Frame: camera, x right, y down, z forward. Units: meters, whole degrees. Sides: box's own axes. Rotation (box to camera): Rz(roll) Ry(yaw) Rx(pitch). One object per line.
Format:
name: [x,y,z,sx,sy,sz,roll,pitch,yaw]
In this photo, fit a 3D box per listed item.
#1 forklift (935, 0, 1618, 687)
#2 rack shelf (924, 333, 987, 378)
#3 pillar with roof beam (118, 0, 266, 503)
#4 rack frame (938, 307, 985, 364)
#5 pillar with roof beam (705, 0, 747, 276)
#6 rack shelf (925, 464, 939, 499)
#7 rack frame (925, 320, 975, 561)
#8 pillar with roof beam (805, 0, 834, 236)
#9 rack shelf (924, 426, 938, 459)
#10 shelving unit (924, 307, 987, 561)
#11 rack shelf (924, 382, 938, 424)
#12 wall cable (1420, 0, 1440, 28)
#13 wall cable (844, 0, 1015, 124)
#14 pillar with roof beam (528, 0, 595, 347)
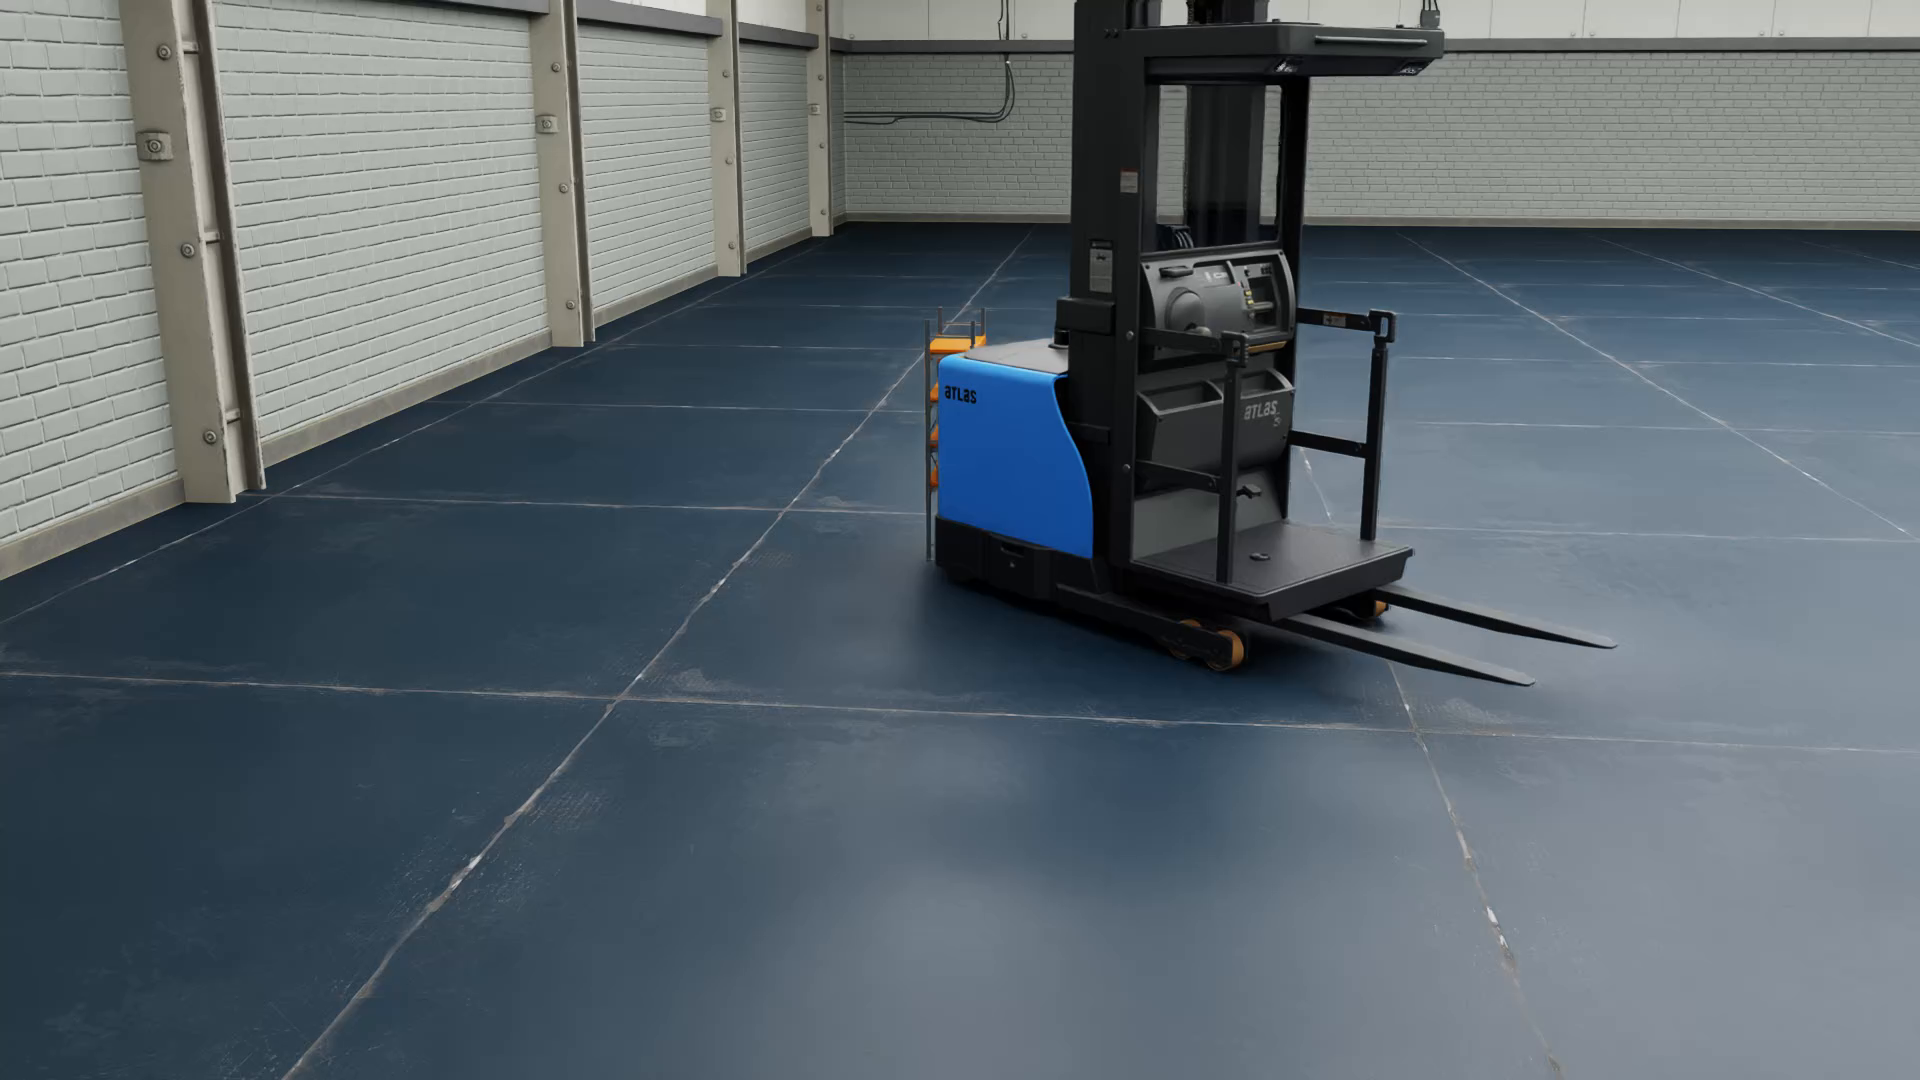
forklift: [1.244,-1.035,6.875,1.130,2.935,3.031,-13,20,-40]
rack shelf: [-0.019,-0.916,8.244,0.258,0.148,0.480,2,15,6]
pillar with roof beam: [0.012,-4.481,7.995,9.100,9.000,0.400,2,15,6]
rack frame: [0.009,-0.600,8.581,0.240,1.200,0.015,2,15,6]
pillar with roof beam: [1.366,-7.594,19.505,9.100,9.000,0.400,2,15,6]
rack shelf: [-0.019,-0.280,8.416,0.258,0.148,0.480,2,15,6]
rack frame: [-0.046,-0.473,8.113,0.240,1.200,0.015,2,15,6]
pillar with roof beam: [2.043,-9.150,25.260,9.100,9.000,0.400,2,15,6]
rack shelf: [-0.019,-0.471,8.364,0.258,0.148,0.480,2,15,6]
shelving unit: [-0.019,-0.536,8.347,0.258,1.200,0.503,2,15,6]
rack shelf: [-0.019,-0.687,8.306,0.258,0.148,0.480,2,15,6]
wall cable: [8.843,-11.360,26.918,2.305,6.003,0.169,2,15,6]
wall cable: [-0.588,-8.503,28.816,3.097,2.526,0.112,2,15,6]
pillar with roof beam: [0.689,-6.037,13.750,9.100,9.000,0.400,2,15,6]
